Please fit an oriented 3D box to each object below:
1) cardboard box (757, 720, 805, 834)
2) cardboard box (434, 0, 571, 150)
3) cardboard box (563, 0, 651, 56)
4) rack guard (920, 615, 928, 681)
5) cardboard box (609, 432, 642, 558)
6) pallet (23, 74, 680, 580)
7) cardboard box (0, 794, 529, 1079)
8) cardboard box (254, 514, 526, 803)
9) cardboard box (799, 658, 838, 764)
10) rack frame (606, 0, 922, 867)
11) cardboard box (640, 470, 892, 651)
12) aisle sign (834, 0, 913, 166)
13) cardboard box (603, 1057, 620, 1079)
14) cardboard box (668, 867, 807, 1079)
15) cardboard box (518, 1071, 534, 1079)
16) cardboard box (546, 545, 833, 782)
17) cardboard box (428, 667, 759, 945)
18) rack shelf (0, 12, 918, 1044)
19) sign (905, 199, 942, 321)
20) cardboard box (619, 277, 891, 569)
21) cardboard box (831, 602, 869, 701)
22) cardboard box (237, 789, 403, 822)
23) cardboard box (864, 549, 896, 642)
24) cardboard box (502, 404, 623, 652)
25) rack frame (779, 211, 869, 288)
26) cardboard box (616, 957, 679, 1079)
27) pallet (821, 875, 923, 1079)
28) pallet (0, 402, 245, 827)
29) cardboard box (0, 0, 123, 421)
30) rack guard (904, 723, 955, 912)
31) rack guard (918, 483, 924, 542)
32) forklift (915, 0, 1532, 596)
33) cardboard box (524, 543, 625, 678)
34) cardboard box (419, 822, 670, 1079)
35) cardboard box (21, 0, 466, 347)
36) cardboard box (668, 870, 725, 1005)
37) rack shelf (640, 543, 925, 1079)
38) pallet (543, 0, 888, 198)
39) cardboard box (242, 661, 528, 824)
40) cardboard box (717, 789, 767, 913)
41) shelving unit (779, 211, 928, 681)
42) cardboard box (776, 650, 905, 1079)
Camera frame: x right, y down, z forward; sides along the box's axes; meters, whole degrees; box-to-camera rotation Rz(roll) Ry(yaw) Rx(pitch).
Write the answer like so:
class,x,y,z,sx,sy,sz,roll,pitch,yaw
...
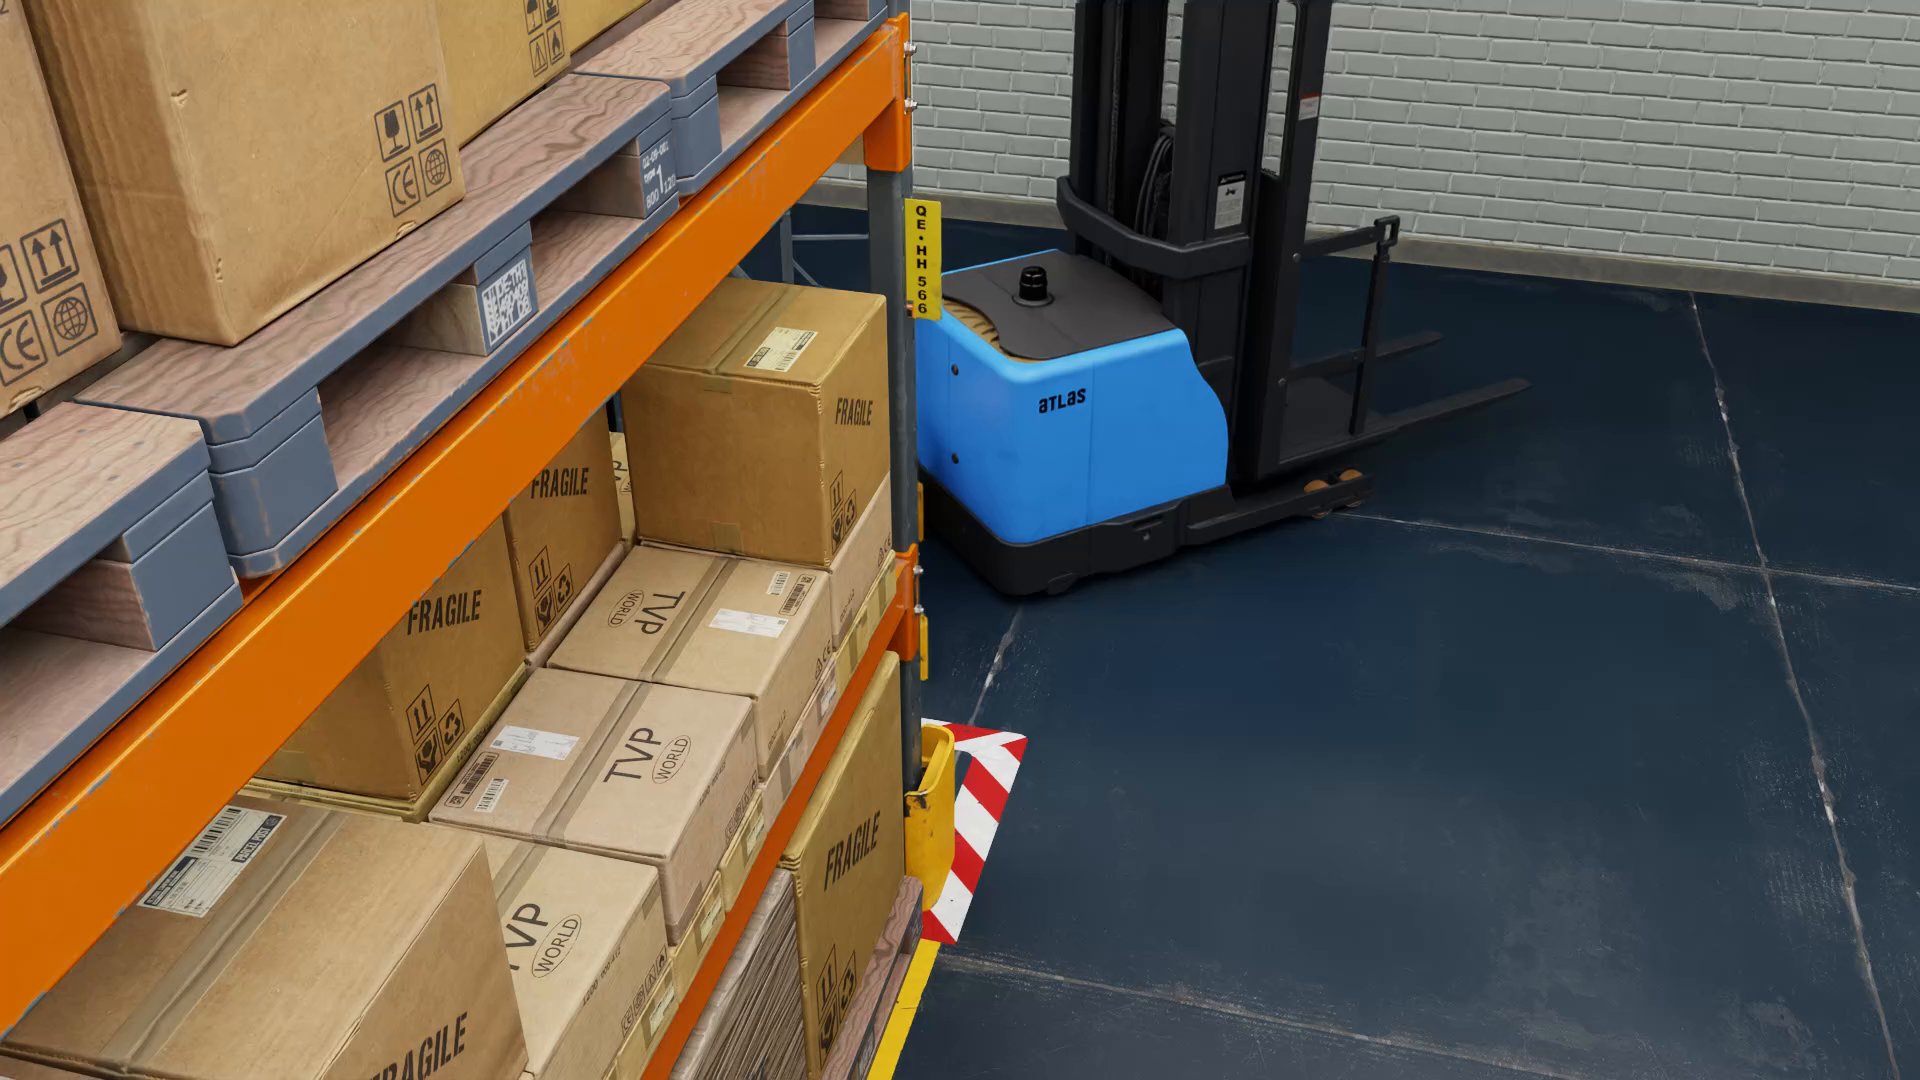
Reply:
class,x,y,z,sx,sy,sz,roll,pitch,yaw
cardboard box,-0.584,0.518,3.873,0.380,0.149,0.250,9,33,13
cardboard box,-1.042,-0.913,2.516,0.700,0.500,0.500,6,33,9
cardboard box,-0.958,-1.188,2.948,0.700,0.500,0.500,7,33,11
rack guard,-0.417,0.420,6.357,0.587,0.250,0.087,-1,32,-2
cardboard box,-1.002,-0.063,4.415,0.500,0.250,0.500,7,33,11
pallet,-1.104,-0.420,2.401,1.003,0.211,1.213,8,33,12
cardboard box,-1.005,0.745,2.445,0.500,0.500,0.500,7,33,11
cardboard box,-1.254,0.150,3.382,0.500,0.500,0.500,7,33,11
cardboard box,-0.520,0.389,4.077,0.380,0.149,0.250,8,33,12
rack frame,-0.619,-0.213,4.789,1.000,3.000,0.127,8,33,12
cardboard box,-0.485,0.013,4.297,0.500,0.250,0.500,7,33,12
aisle sign,-0.310,-1.306,4.086,0.394,0.787,0.004,8,33,12
cardboard box,-0.843,1.052,3.034,0.380,0.149,0.250,7,33,11
cardboard box,-0.935,1.322,3.964,0.875,0.875,0.875,8,33,12
cardboard box,-1.004,1.066,2.640,0.500,0.250,0.500,9,33,14
cardboard box,-0.614,0.276,3.883,0.500,0.250,0.500,7,33,12
cardboard box,-0.743,0.540,3.467,0.500,0.250,0.500,7,33,11
rack shelf,-1.126,-0.137,2.544,1.077,0.370,4.000,8,33,12
sign,-0.097,-0.720,4.287,0.100,0.325,0.005,8,33,12
cardboard box,-0.488,-0.303,4.094,0.500,0.500,0.500,8,33,13
cardboard box,-0.455,0.258,4.282,0.380,0.149,0.250,8,33,13
cardboard box,-1.385,0.740,3.153,0.500,0.250,0.500,7,33,11
cardboard box,-0.390,0.123,4.495,0.380,0.149,0.250,9,33,13
cardboard box,-1.128,-0.120,3.806,0.500,0.500,0.500,7,33,11
rack frame,-0.452,-0.642,6.863,0.500,1.500,0.032,-1,32,-2
cardboard box,-0.779,0.916,3.247,0.380,0.149,0.250,9,33,13
pallet,-0.746,1.390,4.867,1.003,0.211,1.213,8,33,12
pallet,-1.416,0.211,1.408,1.003,0.211,1.213,8,33,12
cardboard box,-1.352,-0.357,1.642,0.700,0.500,0.500,10,34,15
rack guard,-0.613,0.830,5.479,1.175,0.500,0.348,8,33,12
rack guard,-0.452,-0.114,7.197,0.587,0.250,0.087,-1,32,-2
forklift,1.274,-1.567,6.982,3.031,2.935,1.130,-16,36,-24
cardboard box,-1.127,0.208,3.989,0.500,0.250,0.500,8,33,12
cardboard box,-0.871,0.811,3.041,0.500,0.250,0.500,8,33,12
cardboard box,-1.082,-0.609,2.039,0.700,0.500,0.500,9,34,14
cardboard box,-0.714,0.788,3.449,0.380,0.149,0.250,8,33,13
rack shelf,-1.126,1.129,3.349,1.077,0.370,4.000,8,33,12
pallet,-0.797,-1.055,3.400,1.003,0.211,1.213,8,33,12
cardboard box,-1.258,0.468,3.580,0.500,0.250,0.500,7,33,11
cardboard box,-0.648,0.653,3.661,0.380,0.149,0.250,7,33,11
shelving unit,-0.435,-0.375,6.442,0.587,1.500,1.083,-1,32,-2
cardboard box,-0.704,0.850,4.707,0.875,0.875,0.875,8,33,12
